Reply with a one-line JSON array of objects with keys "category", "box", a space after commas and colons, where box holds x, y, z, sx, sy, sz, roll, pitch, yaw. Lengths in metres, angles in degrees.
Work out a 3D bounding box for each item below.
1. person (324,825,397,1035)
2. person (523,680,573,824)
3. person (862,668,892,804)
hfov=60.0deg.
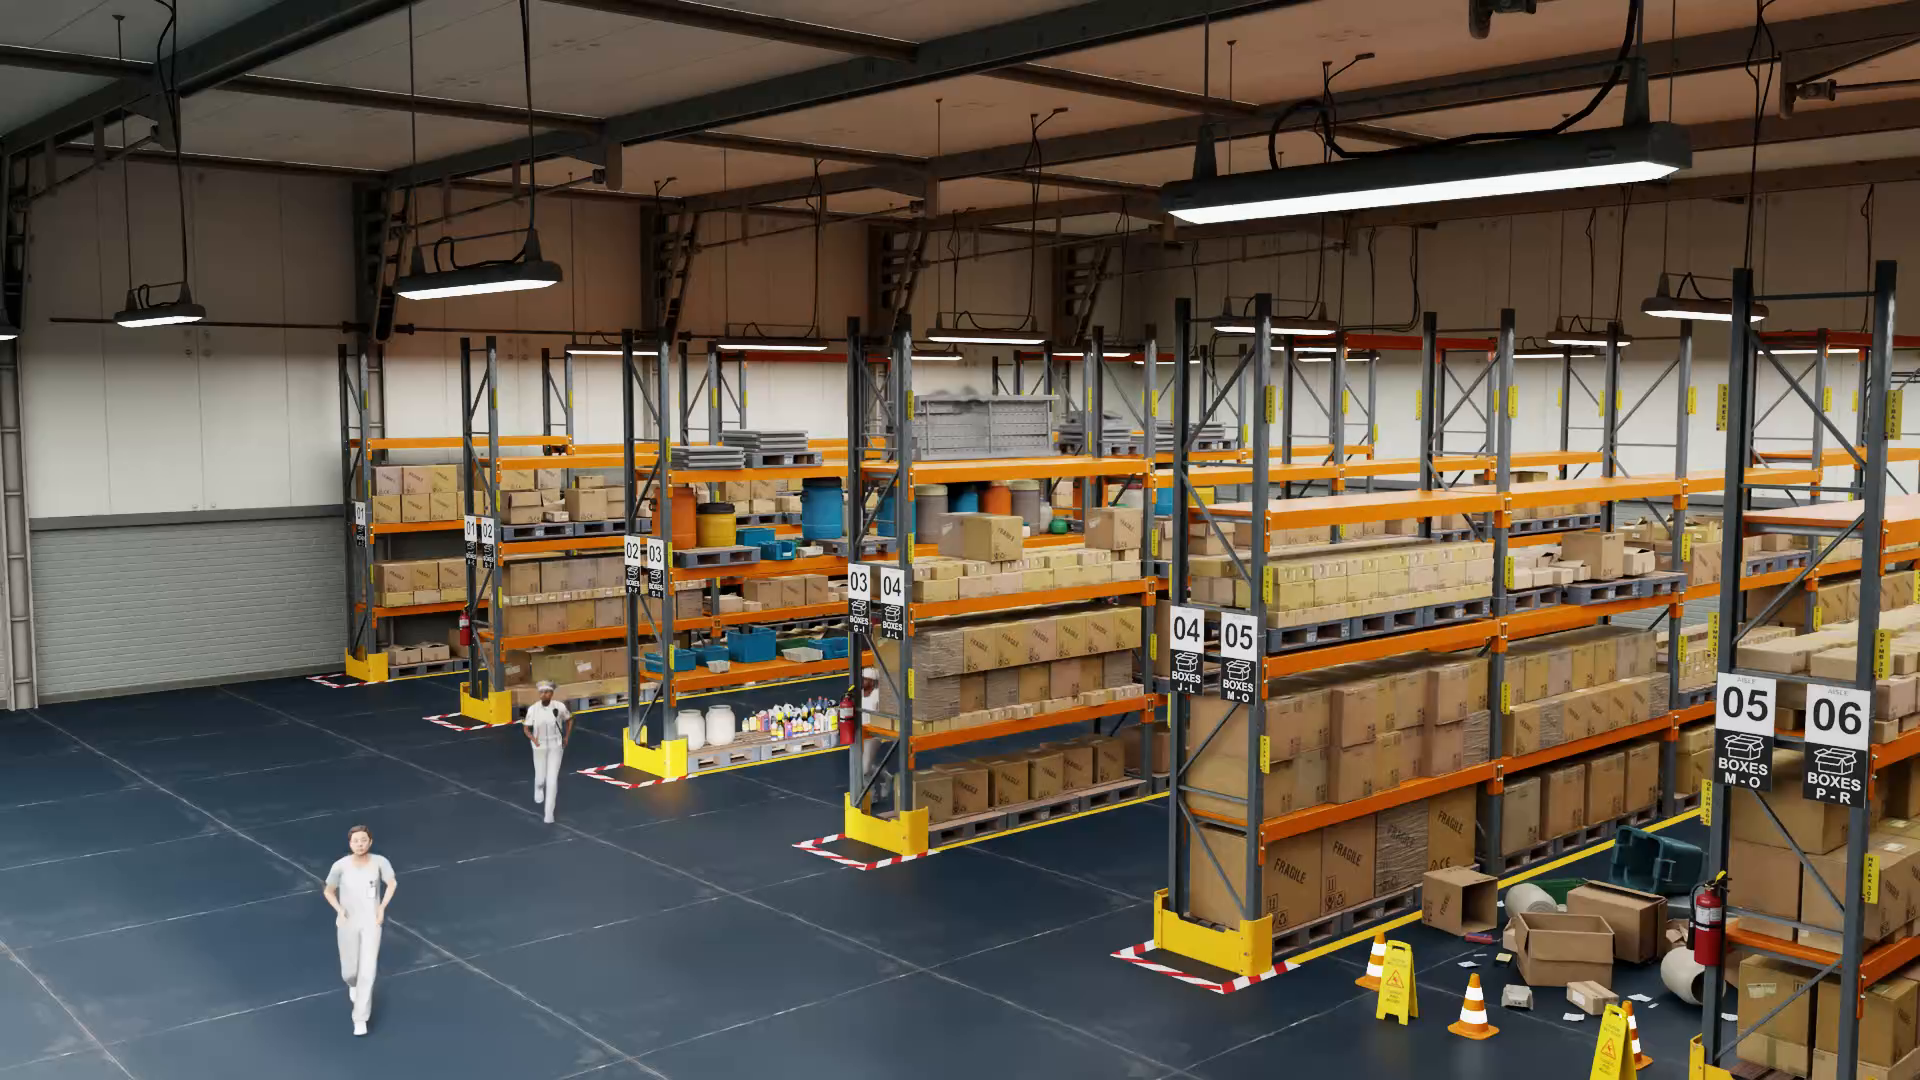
[{"category": "person", "box": [-4.894, 3.126, 13.587, 0.551, 1.642, 0.752, -2, 5, -20]}, {"category": "person", "box": [-5.005, 2.527, 20.244, 0.587, 1.702, 0.831, -1, 5, -11]}, {"category": "person", "box": [-1.139, 2.447, 20.750, 0.679, 1.721, 0.576, 4, 7, 39]}]
